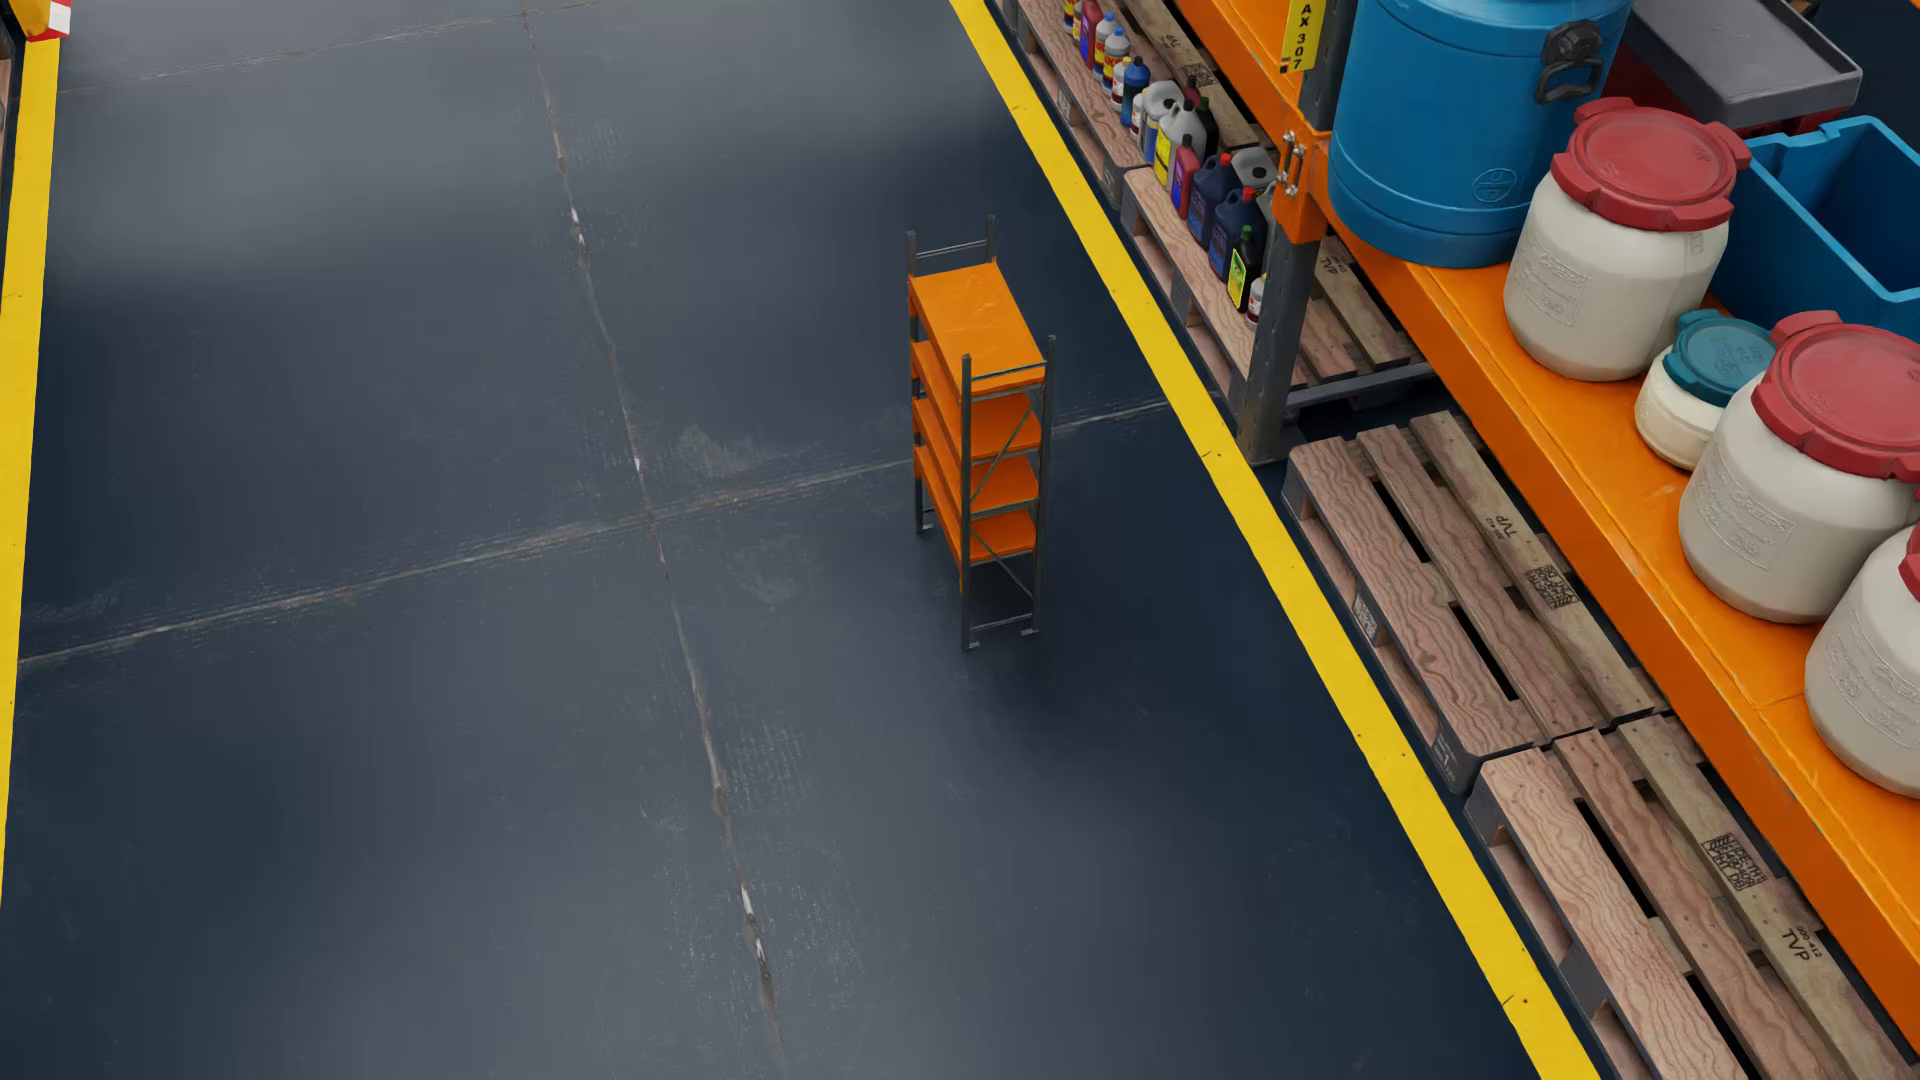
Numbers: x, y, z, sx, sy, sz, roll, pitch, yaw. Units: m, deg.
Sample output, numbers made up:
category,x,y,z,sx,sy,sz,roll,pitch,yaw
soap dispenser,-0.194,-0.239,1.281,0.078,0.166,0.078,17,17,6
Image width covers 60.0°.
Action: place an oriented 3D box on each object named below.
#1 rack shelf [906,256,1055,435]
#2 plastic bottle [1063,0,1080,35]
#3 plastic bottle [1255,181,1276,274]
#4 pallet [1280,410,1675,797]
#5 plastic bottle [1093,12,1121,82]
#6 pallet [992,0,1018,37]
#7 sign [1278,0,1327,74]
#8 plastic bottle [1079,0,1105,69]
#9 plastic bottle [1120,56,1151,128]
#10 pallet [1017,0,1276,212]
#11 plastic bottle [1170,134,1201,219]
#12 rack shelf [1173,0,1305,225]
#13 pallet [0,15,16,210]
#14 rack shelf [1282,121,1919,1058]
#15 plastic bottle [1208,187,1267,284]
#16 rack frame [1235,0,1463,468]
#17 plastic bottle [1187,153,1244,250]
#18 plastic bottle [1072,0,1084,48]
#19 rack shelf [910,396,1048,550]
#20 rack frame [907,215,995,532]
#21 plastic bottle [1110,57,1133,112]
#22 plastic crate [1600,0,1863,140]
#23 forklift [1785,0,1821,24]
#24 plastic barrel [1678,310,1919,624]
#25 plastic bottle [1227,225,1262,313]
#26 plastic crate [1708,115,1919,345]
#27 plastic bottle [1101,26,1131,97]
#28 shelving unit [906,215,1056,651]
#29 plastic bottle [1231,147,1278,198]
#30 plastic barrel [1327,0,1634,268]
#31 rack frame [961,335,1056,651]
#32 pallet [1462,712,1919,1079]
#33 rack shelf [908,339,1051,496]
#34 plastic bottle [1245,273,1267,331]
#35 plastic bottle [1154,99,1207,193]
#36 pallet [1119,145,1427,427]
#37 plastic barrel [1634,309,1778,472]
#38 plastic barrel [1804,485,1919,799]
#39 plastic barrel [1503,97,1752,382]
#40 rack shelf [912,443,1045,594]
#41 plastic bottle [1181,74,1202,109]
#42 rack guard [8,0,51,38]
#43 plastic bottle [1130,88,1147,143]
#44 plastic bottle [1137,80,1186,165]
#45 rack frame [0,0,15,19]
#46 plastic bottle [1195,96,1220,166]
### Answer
category,x,y,z,sx,sy,sz,roll,pitch,yaw
rack shelf,0.049,-0.519,4.389,0.258,0.148,0.480,-13,51,-11
plastic bottle,0.465,-2.150,6.597,0.097,0.271,0.097,0,50,0
plastic bottle,1.081,-1.087,5.649,0.144,0.351,0.185,-13,51,-11
pallet,1.678,0.103,5.025,1.003,0.211,1.213,-13,51,-11
plastic bottle,0.566,-1.900,6.386,0.097,0.271,0.097,0,50,0
pallet,0.529,-2.744,7.425,1.003,0.211,1.213,-13,51,-11
sign,0.880,-1.334,4.231,0.100,0.325,0.005,-13,51,-11
plastic bottle,0.514,-1.984,6.450,0.061,0.283,0.133,-13,51,-10
plastic bottle,0.655,-1.679,6.200,0.097,0.271,0.097,0,50,0
pallet,0.886,-1.855,6.675,1.003,0.211,1.213,-13,51,-11
plastic bottle,0.798,-1.282,5.858,0.061,0.283,0.133,-10,51,-9
rack shelf,0.818,-2.590,5.942,1.077,0.370,4.000,-13,51,-11
pallet,-4.276,-1.607,6.466,1.003,0.211,1.213,-13,51,-11
rack shelf,2.000,0.332,3.479,1.077,0.370,4.000,-13,51,-11
plastic bottle,0.943,-1.054,5.621,0.144,0.351,0.185,-15,51,-12
rack frame,1.409,-1.361,4.435,1.000,3.000,0.127,-13,51,-11
plastic bottle,0.886,-1.194,5.740,0.144,0.351,0.185,-16,52,-13
plastic bottle,0.495,-2.052,6.560,0.097,0.201,0.097,0,50,0
rack shelf,0.049,-0.222,4.741,0.258,0.148,0.480,-13,51,-11
rack frame,-0.023,-0.444,4.840,0.240,1.200,0.015,-13,51,-11
plastic bottle,0.625,-1.732,6.290,0.097,0.201,0.097,0,50,0
plastic crate,1.844,-1.097,4.171,0.402,0.464,0.583,-13,51,-11
forklift,2.960,-3.206,6.036,3.031,2.935,1.130,-37,59,-27
plastic barrel,1.699,-0.120,3.301,0.433,0.535,0.433,0,50,0
plastic bottle,0.952,-0.904,5.539,0.061,0.283,0.133,-11,51,-9
plastic crate,2.032,-0.620,3.821,0.392,0.384,0.575,-13,51,-11
plastic bottle,0.596,-1.827,6.325,0.097,0.271,0.097,0,50,0
shelving unit,0.049,-0.266,4.689,0.258,1.200,0.503,-13,51,-11
plastic bottle,1.021,-1.222,5.812,0.152,0.276,0.135,-13,51,-11
plastic barrel,1.234,-1.172,3.948,0.600,0.901,0.708,-13,51,-11
rack frame,0.121,-0.088,4.539,0.240,1.200,0.015,-13,51,-11
pallet,2.043,0.995,4.273,1.003,0.211,1.213,-13,51,-11
rack shelf,0.049,-0.367,4.570,0.258,0.148,0.480,-13,51,-11
plastic bottle,1.004,-0.795,5.501,0.097,0.201,0.097,0,50,0
plastic bottle,0.791,-1.430,5.938,0.144,0.351,0.185,-14,51,-11
pallet,1.250,-0.962,5.923,1.003,0.211,1.213,-13,51,-11
plastic barrel,1.654,-0.315,3.644,0.301,0.262,0.301,0,50,0
plastic barrel,1.827,0.196,3.034,0.433,0.535,0.433,0,50,0
plastic barrel,1.482,-0.656,3.752,0.433,0.535,0.433,0,50,0
rack shelf,0.049,-0.094,4.893,0.258,0.148,0.480,-13,51,-11
plastic bottle,0.848,-1.552,6.086,0.061,0.283,0.133,-13,51,-11
rack guard,-4.483,-2.301,6.863,1.175,0.500,0.348,-13,51,-11
plastic bottle,0.686,-1.582,6.164,0.097,0.201,0.097,0,50,0
plastic bottle,0.747,-1.526,6.068,0.152,0.276,0.135,-12,51,-10
rack frame,-4.505,-3.162,5.954,1.000,3.000,0.127,-13,51,-11
plastic bottle,0.881,-1.450,6.000,0.061,0.283,0.133,-13,51,-11
